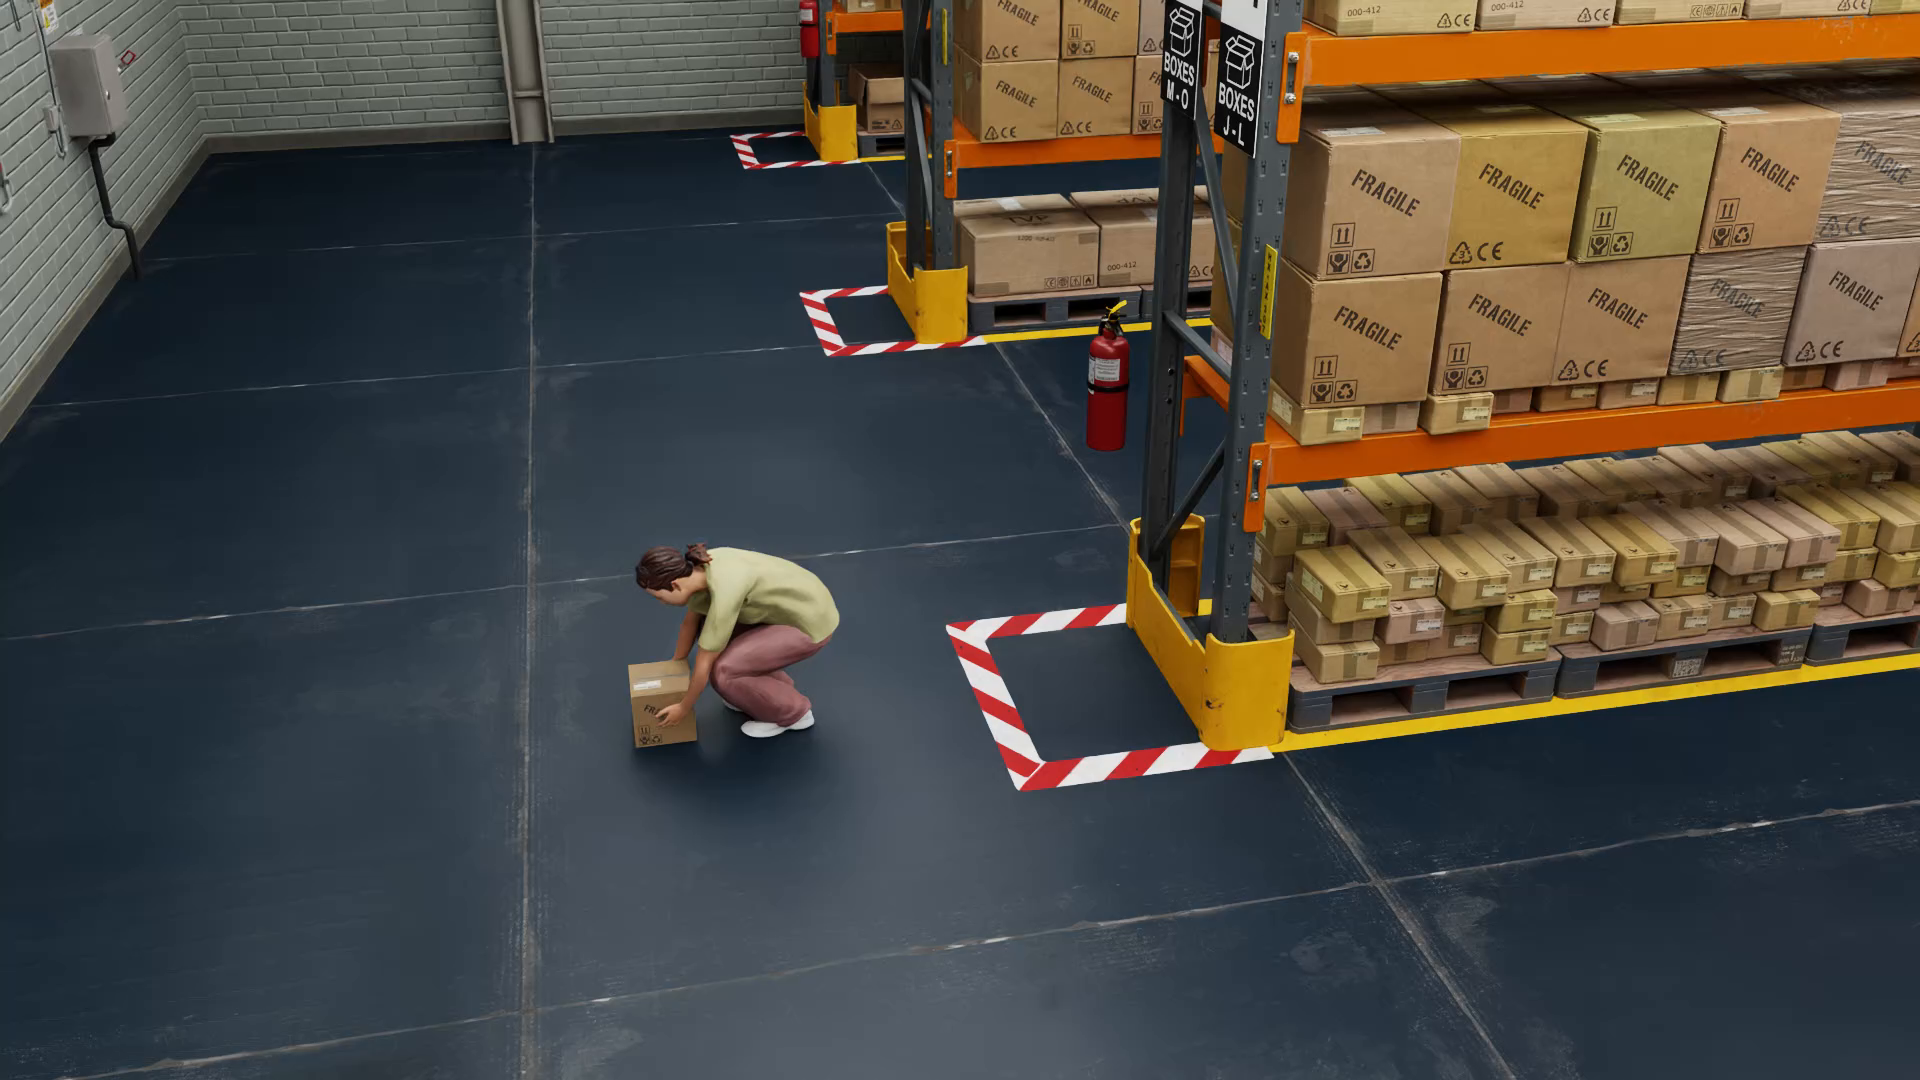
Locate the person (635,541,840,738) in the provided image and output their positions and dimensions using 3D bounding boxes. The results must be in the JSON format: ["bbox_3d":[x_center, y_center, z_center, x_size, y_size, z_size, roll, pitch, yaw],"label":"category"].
[{"bbox_3d":[-0.889,0.374,6.770,0.801,0.873,0.480,-6,27,-12],"label":"person"}]
